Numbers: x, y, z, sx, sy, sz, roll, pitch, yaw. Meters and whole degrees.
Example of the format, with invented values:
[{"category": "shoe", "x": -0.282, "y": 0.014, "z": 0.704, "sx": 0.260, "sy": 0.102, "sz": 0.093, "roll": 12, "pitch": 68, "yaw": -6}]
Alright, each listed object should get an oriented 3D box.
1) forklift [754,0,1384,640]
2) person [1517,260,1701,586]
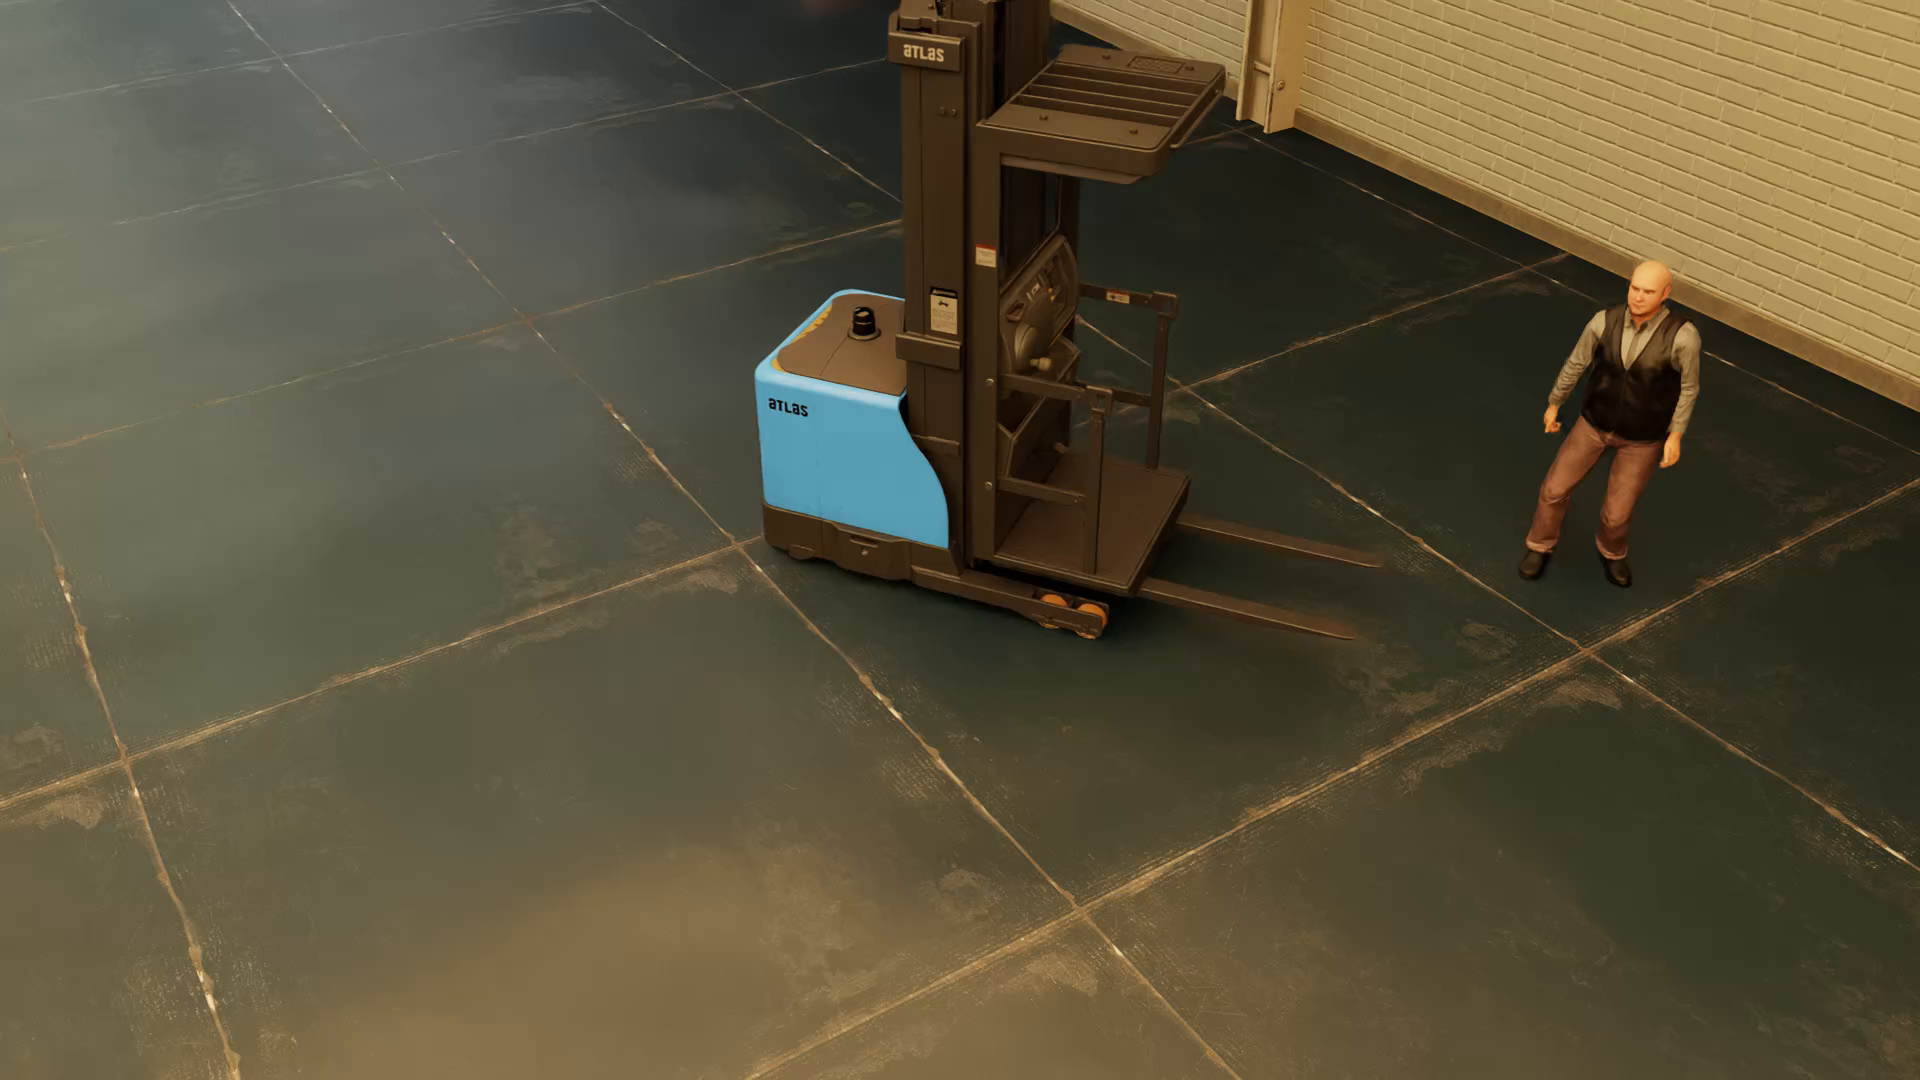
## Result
[{"category": "forklift", "x": 0.556, "y": -1.073, "z": 7.675, "sx": 3.031, "sy": 2.935, "sz": 1.130, "roll": 13, "pitch": 37, "yaw": 18}, {"category": "person", "x": 3.129, "y": -0.525, "z": 8.010, "sx": 0.689, "sy": 1.694, "sz": 0.495, "roll": 25, "pitch": 42, "yaw": 31}]
